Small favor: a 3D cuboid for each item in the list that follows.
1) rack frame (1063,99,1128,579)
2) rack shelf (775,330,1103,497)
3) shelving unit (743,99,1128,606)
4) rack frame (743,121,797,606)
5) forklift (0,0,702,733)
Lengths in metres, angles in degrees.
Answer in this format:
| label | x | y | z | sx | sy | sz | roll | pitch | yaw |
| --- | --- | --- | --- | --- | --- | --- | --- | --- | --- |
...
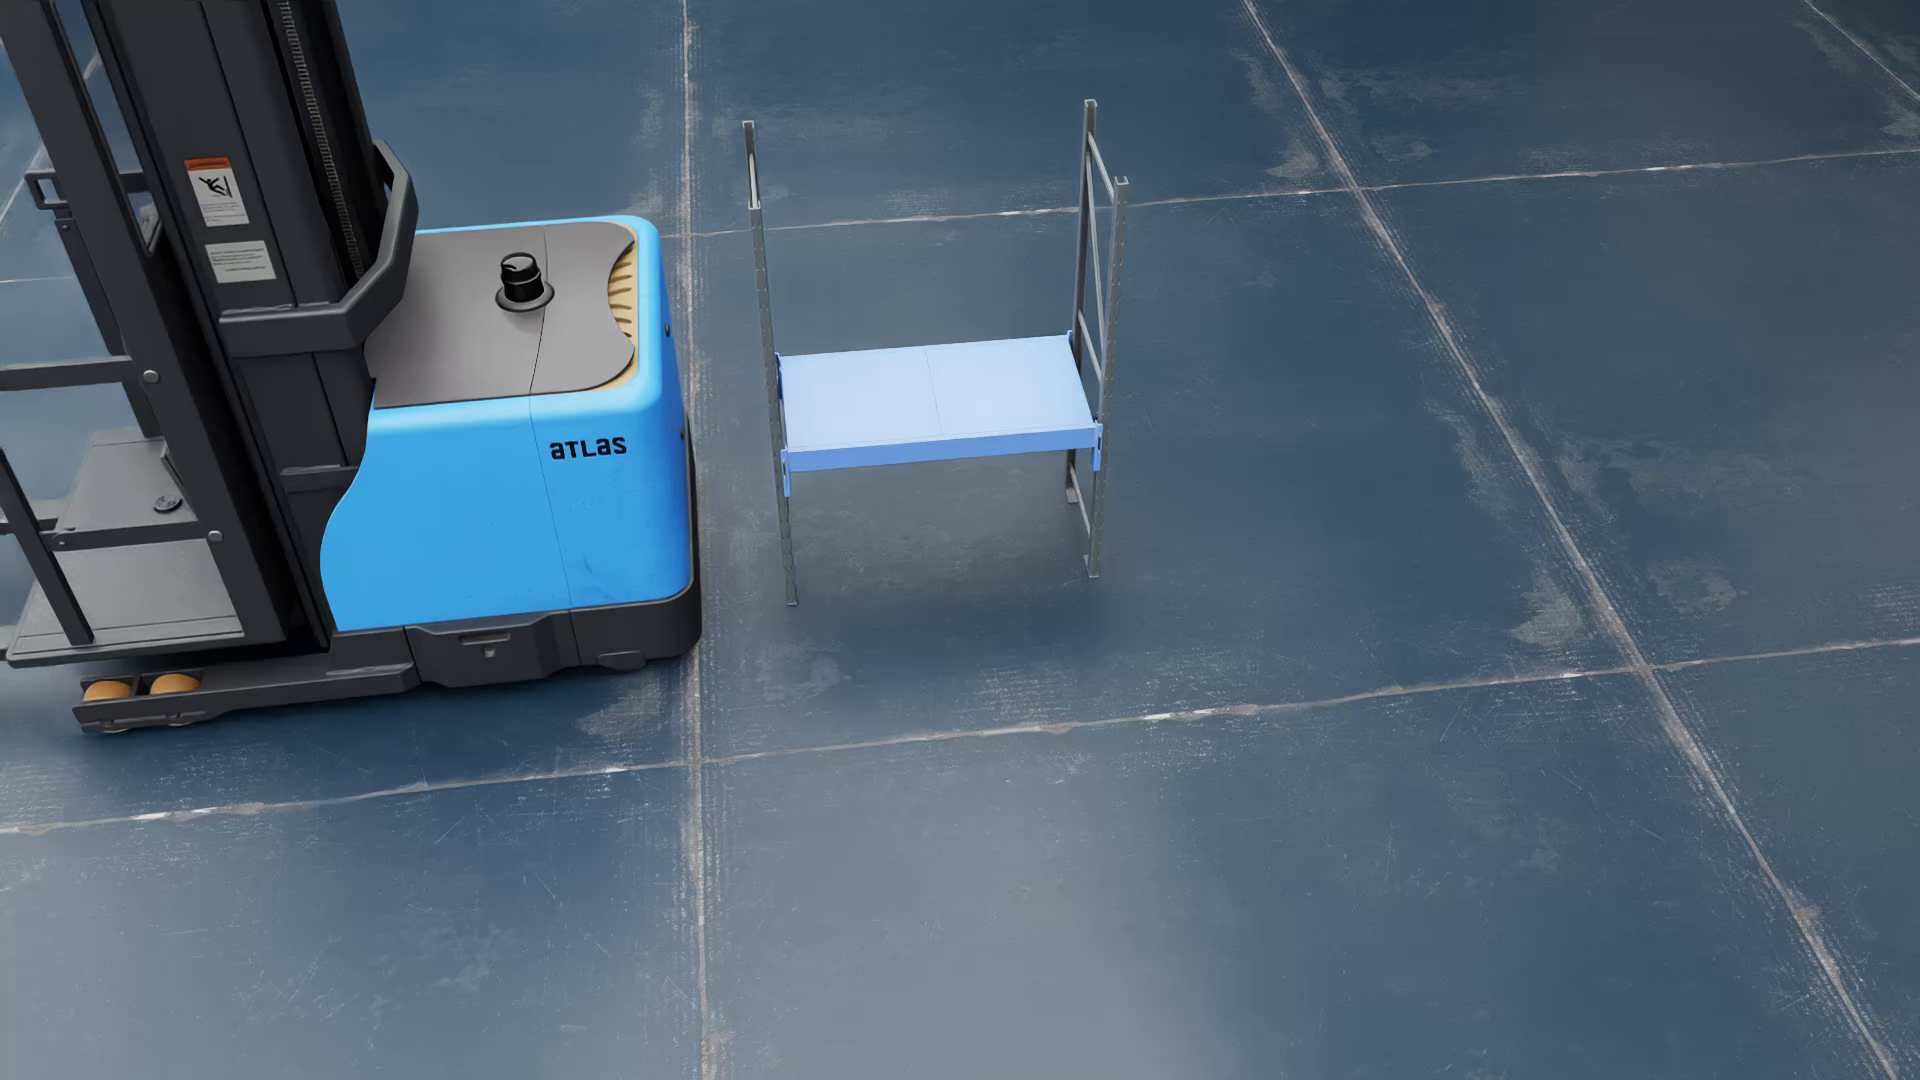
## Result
| label | x | y | z | sx | sy | sz | roll | pitch | yaw |
| --- | --- | --- | --- | --- | --- | --- | --- | --- | --- |
| rack frame | 0.419 | -0.594 | 5.288 | 0.032 | 1.500 | 0.500 | -5 | 42 | -6 |
| rack shelf | -0.085 | -0.416 | 5.360 | 1.000 | 0.185 | 0.538 | -5 | 42 | -6 |
| shelving unit | -0.085 | -0.549 | 5.239 | 1.048 | 1.500 | 0.538 | -5 | 42 | -6 |
| rack frame | -0.589 | -0.505 | 5.190 | 0.032 | 1.500 | 0.500 | -5 | 42 | -6 |
| forklift | -2.385 | -0.878 | 4.535 | 3.031 | 2.935 | 1.130 | -6 | 42 | -6 |
